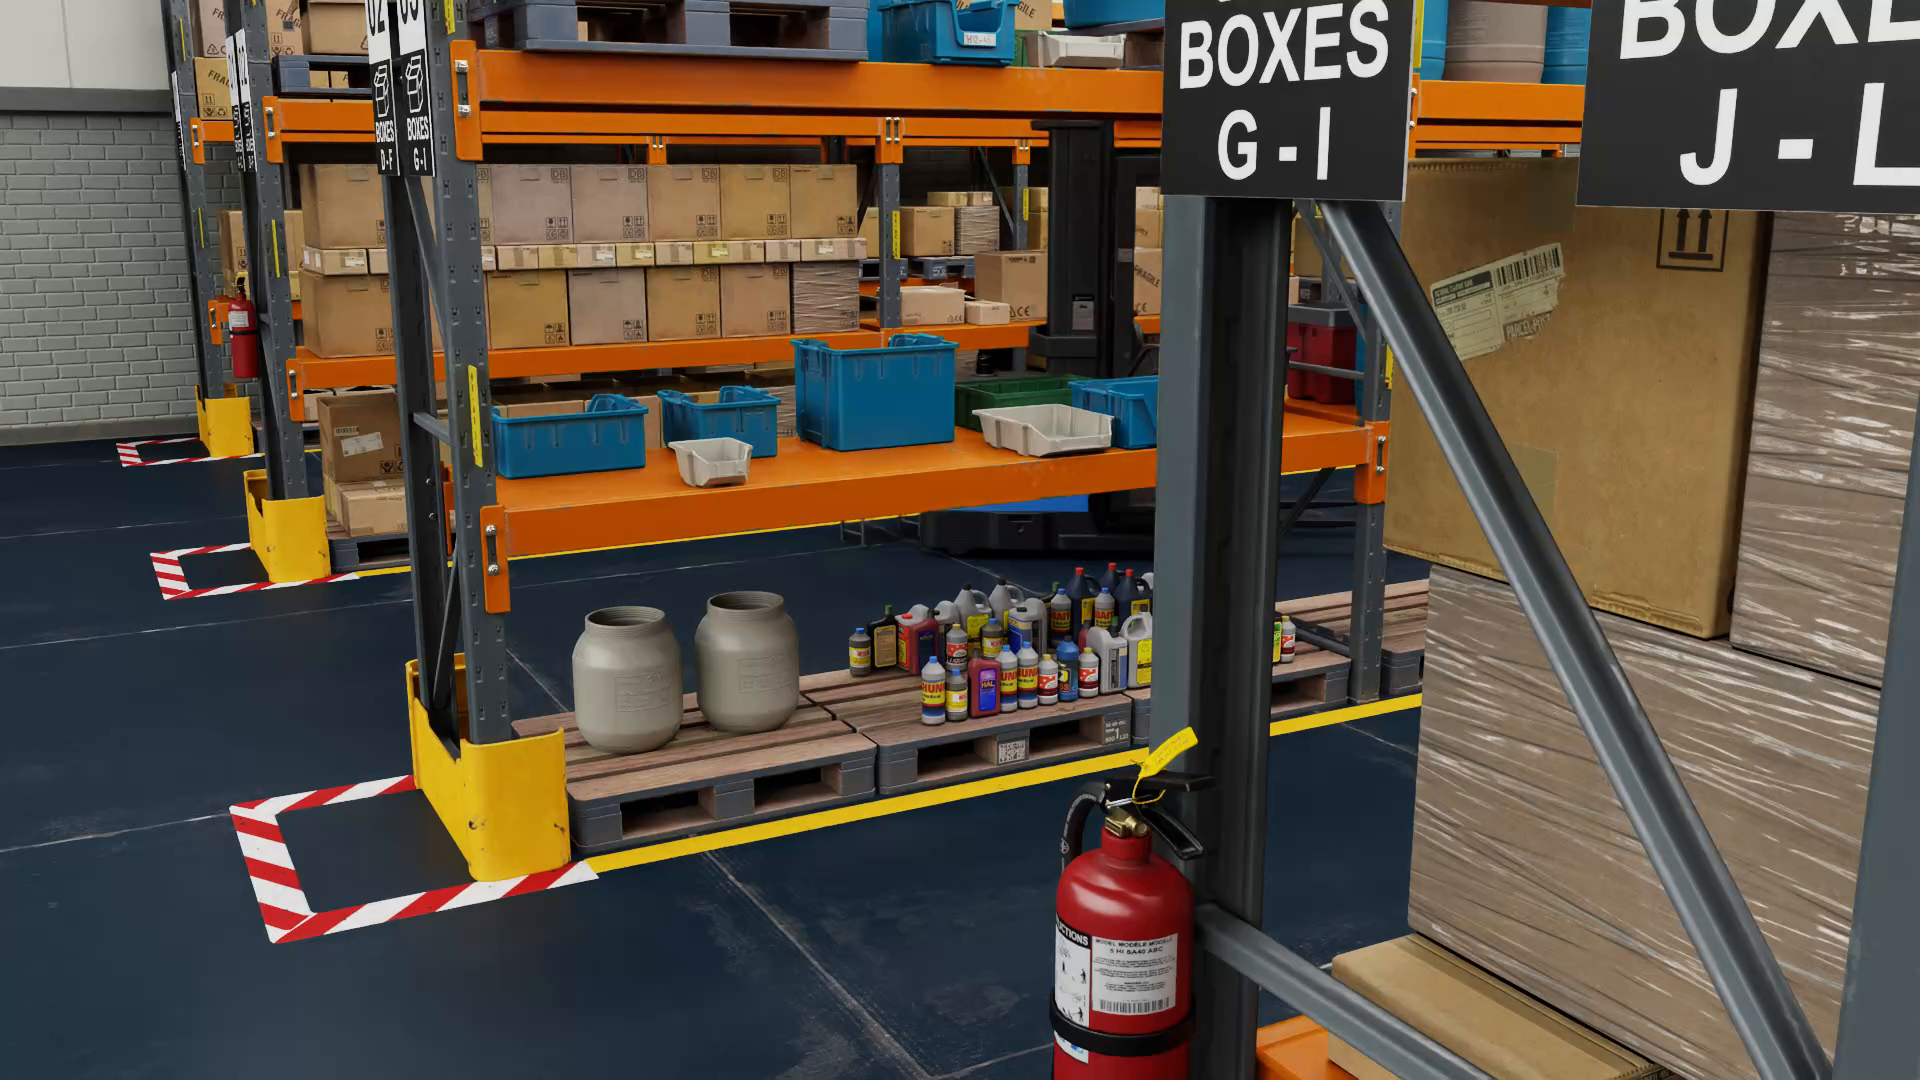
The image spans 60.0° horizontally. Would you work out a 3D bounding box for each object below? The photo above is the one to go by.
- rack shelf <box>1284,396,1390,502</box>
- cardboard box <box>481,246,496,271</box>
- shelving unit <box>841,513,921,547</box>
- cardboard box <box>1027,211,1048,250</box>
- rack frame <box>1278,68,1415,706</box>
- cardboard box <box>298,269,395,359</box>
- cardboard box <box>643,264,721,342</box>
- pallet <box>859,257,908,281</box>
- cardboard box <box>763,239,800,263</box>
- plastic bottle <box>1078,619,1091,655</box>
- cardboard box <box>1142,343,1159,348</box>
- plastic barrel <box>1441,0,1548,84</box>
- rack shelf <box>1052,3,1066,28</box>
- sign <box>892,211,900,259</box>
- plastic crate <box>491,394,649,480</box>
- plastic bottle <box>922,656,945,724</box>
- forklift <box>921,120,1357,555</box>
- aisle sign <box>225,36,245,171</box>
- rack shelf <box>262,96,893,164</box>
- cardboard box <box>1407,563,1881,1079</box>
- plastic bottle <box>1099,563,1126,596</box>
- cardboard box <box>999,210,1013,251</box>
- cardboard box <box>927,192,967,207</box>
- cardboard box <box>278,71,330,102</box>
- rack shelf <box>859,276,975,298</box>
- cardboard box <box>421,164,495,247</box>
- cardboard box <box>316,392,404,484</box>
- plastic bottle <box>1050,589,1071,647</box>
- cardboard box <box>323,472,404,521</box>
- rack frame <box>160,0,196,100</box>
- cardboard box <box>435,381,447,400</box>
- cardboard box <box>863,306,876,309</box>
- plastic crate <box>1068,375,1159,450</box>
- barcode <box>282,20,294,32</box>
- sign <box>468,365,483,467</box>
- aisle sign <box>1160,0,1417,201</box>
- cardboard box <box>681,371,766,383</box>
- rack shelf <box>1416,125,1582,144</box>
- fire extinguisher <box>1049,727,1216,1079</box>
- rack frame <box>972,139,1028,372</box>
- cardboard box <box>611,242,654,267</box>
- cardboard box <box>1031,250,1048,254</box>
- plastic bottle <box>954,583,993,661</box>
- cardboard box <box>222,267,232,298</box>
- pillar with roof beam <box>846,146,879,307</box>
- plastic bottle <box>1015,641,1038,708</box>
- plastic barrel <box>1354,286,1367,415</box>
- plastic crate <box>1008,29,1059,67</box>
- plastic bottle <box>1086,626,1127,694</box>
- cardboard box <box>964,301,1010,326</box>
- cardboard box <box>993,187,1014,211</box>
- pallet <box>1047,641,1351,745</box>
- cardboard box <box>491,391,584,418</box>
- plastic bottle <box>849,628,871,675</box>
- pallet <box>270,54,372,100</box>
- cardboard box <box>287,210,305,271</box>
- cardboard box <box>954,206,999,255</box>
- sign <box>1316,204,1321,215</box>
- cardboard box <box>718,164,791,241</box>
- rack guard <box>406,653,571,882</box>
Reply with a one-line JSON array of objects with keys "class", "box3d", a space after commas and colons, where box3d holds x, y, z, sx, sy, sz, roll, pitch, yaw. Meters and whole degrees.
[{"class": "rack shelf", "box3d": [3.417, -0.658, 8.840, 4.000, 0.370, 1.077, -7, 14, -28]}, {"class": "cardboard box", "box3d": [-3.099, -1.778, 10.473, 0.250, 0.149, 0.380, -7, 14, -29]}, {"class": "shelving unit", "box3d": [-0.525, -0.593, 11.010, 0.503, 1.200, 0.258, -11, 17, -40]}, {"class": "cardboard box", "box3d": [0.975, -3.334, 18.141, 0.500, 0.500, 0.500, -6, 14, -26]}, {"class": "rack frame", "box3d": [1.662, -0.799, 7.826, 0.127, 3.000, 1.000, -7, 14, -28]}, {"class": "cardboard box", "box3d": [-3.803, -1.428, 10.396, 0.500, 0.500, 0.700, -7, 14, -28]}, {"class": "cardboard box", "box3d": [-1.997, -1.646, 11.362, 0.500, 0.500, 0.700, -7, 14, -27]}, {"class": "pallet", "box3d": [-1.292, -2.819, 17.240, 1.213, 0.211, 1.003, -7, 14, -28]}, {"class": "cardboard box", "box3d": [-1.291, -1.995, 11.438, 0.250, 0.149, 0.380, -7, 15, -30]}, {"class": "plastic bottle", "box3d": [0.587, 0.485, 7.306, 0.133, 0.283, 0.061, -7, 14, -28]}, {"class": "cardboard box", "box3d": [1.906, -2.428, 19.005, 0.750, 0.750, 0.750, -7, 14, -28]}, {"class": "plastic barrel", "box3d": [2.578, -2.671, 8.171, 0.600, 0.901, 0.600, 0, 13, 0]}, {"class": "rack shelf", "box3d": [2.181, -5.720, 18.578, 4.000, 0.370, 1.077, -7, 14, -28]}, {"class": "sign", "box3d": [-0.441, -2.108, 11.491, 0.005, 0.325, 0.100, -7, 14, -28]}, {"class": "plastic crate", "box3d": [-1.553, -0.416, 6.463, 0.616, 0.251, 0.499, -7, 14, -28]}, {"class": "plastic bottle", "box3d": [-0.108, 0.608, 6.788, 0.097, 0.271, 0.097, 0, 13, 0]}, {"class": "forklift", "box3d": [1.277, -1.414, 10.715, 3.031, 2.935, 1.130, 0, 13, 2]}, {"class": "aisle sign", "box3d": [-4.418, -2.651, 10.135, 0.004, 0.787, 0.394, -7, 14, -28]}, {"class": "rack shelf", "box3d": [-2.464, -2.656, 10.884, 4.000, 0.370, 1.077, -7, 14, -28]}, {"class": "cardboard box", "box3d": [1.020, 0.330, 1.905, 0.500, 0.500, 0.875, -7, 14, -28]}, {"class": "plastic bottle", "box3d": [0.754, 0.284, 8.046, 0.185, 0.351, 0.144, -6, 14, -26]}, {"class": "cardboard box", "box3d": [0.714, -3.433, 18.580, 0.500, 0.500, 0.500, -7, 14, -28]}, {"class": "cardboard box", "box3d": [-0.138, -3.630, 17.699, 0.250, 0.149, 0.380, -10, 16, -37]}, {"class": "cardboard box", "box3d": [-5.694, -3.846, 14.260, 0.500, 0.500, 0.500, -6, 14, -24]}, {"class": "rack shelf", "box3d": [-1.330, -2.567, 17.323, 4.000, 0.370, 1.077, -7, 14, -28]}, {"class": "cardboard box", "box3d": [-3.298, -2.123, 10.528, 0.500, 0.500, 0.700, -7, 15, -29]}, {"class": "cardboard box", "box3d": [-3.891, -0.676, 10.878, 0.500, 0.500, 0.500, -7, 14, -28]}, {"class": "plastic bottle", "box3d": [0.478, 0.365, 7.866, 0.097, 0.271, 0.097, 0, 13, 0]}, {"class": "cardboard box", "box3d": [-3.890, -0.310, 10.959, 0.500, 0.250, 0.500, -7, 14, -28]}, {"class": "rack frame", "box3d": [-6.596, -5.214, 13.781, 0.127, 3.000, 1.000, -7, 14, -28]}, {"class": "cardboard box", "box3d": [-4.777, -1.465, 15.479, 0.500, 0.500, 0.700, -8, 15, -31]}, {"class": "cardboard box", "box3d": [-0.712, -2.356, 17.729, 0.500, 0.250, 0.500, -7, 14, -27]}, {"class": "plastic crate", "box3d": [0.820, -0.557, 7.092, 0.616, 0.251, 0.499, -7, 14, -28]}, {"class": "barcode", "box3d": [-4.185, -3.204, 10.360, 0.075, 0.075, 0.001, -7, 14, -28]}, {"class": "sign", "box3d": [-1.589, -0.406, 5.452, 0.005, 0.325, 0.100, -7, 14, -28]}, {"class": "aisle sign", "box3d": [0.326, -0.743, 1.657, 0.004, 0.787, 0.394, -7, 14, -28]}, {"class": "cardboard box", "box3d": [-1.700, -0.940, 12.054, 0.500, 0.500, 0.500, -7, 14, -28]}, {"class": "rack shelf", "box3d": [4.558, -3.497, 14.624, 4.000, 0.370, 1.077, -7, 14, -28]}, {"class": "fire extinguisher", "box3d": [0.203, 0.538, 2.064, 0.183, 0.674, 0.296, -7, 14, -28]}, {"class": "rack frame", "box3d": [0.426, -3.129, 18.179, 0.127, 3.000, 1.000, -7, 14, -28]}, {"class": "cardboard box", "box3d": [-2.191, -1.887, 10.957, 0.250, 0.149, 0.380, -6, 14, -26]}, {"class": "cardboard box", "box3d": [0.876, -1.988, 12.884, 0.500, 0.500, 0.500, -7, 14, -28]}, {"class": "plastic bottle", "box3d": [0.052, 0.368, 7.672, 0.185, 0.351, 0.144, -6, 14, -26]}, {"class": "cardboard box", "box3d": [-6.279, -2.310, 14.838, 0.500, 0.250, 0.500, -7, 14, -27]}, {"class": "pillar with roof beam", "box3d": [0.933, -5.256, 13.967, 0.400, 9.000, 9.100, -7, 14, -28]}, {"class": "plastic bottle", "box3d": [0.280, 0.561, 6.995, 0.097, 0.271, 0.097, 0, 13, 0]}, {"class": "plastic barrel", "box3d": [2.146, -1.025, 7.692, 0.708, 0.901, 0.600, -7, 14, -28]}, {"class": "plastic crate", "box3d": [0.146, -2.045, 7.015, 0.450, 0.188, 0.336, -7, 14, -28]}, {"class": "plastic bottle", "box3d": [0.638, 0.509, 7.215, 0.135, 0.276, 0.152, -7, 14, -27]}, {"class": "cardboard box", "box3d": [0.167, -1.685, 12.336, 0.250, 0.149, 0.380, -7, 14, -28]}, {"class": "cardboard box", "box3d": [0.700, -3.796, 18.485, 0.500, 0.250, 0.500, -6, 14, -26]}, {"class": "pallet", "box3d": [1.052, 0.624, 7.854, 1.213, 0.211, 1.003, -7, 14, -28]}, {"class": "cardboard box", "box3d": [-2.771, -0.684, 10.913, 0.500, 0.500, 0.500, -7, 14, -28]}, {"class": "plastic bottle", "box3d": [-0.447, 0.495, 7.449, 0.097, 0.201, 0.097, 0, 13, 0]}, {"class": "pallet", "box3d": [-3.586, -2.822, 10.188, 1.213, 0.211, 1.003, -7, 14, -28]}, {"class": "cardboard box", "box3d": [-5.594, -2.632, 14.560, 0.500, 0.500, 0.500, -7, 14, -28]}, {"class": "cardboard box", "box3d": [0.018, -3.341, 17.892, 0.500, 0.500, 0.700, -9, 15, -34]}, {"class": "sign", "box3d": [4.205, -3.972, 19.470, 0.005, 0.325, 0.100, -7, 14, -28]}, {"class": "cardboard box", "box3d": [-1.538, -2.334, 11.466, 0.500, 0.500, 0.700, -7, 14, -28]}, {"class": "rack guard", "box3d": [-1.805, 0.825, 6.306, 0.348, 0.500, 1.175, -7, 14, -28]}]
